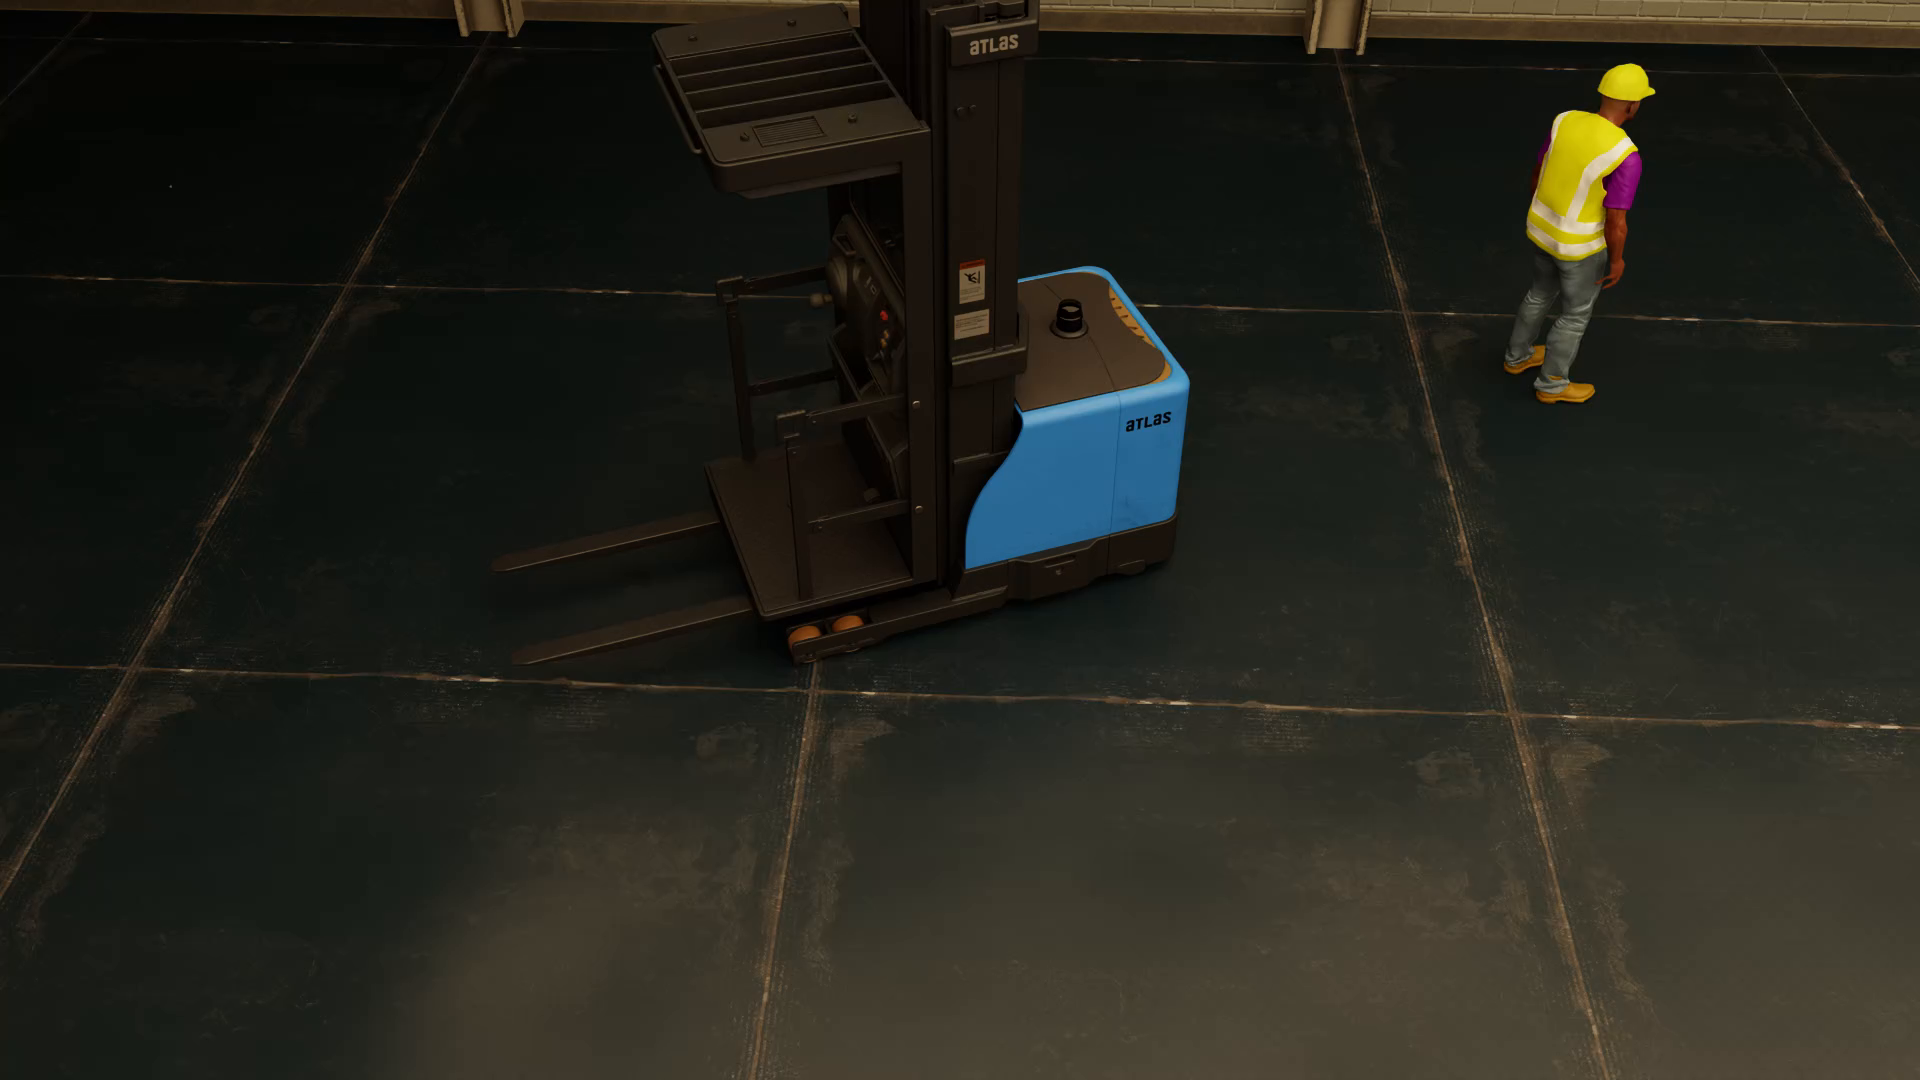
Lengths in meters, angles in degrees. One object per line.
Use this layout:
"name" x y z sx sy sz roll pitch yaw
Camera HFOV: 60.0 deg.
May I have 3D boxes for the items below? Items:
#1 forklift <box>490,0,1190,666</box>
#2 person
"forklift" -0.573 -0.945 6.778 3.031 2.935 1.130 -13 44 -14
"person" 3.068 -1.523 8.282 0.462 1.759 0.632 -17 45 -18
